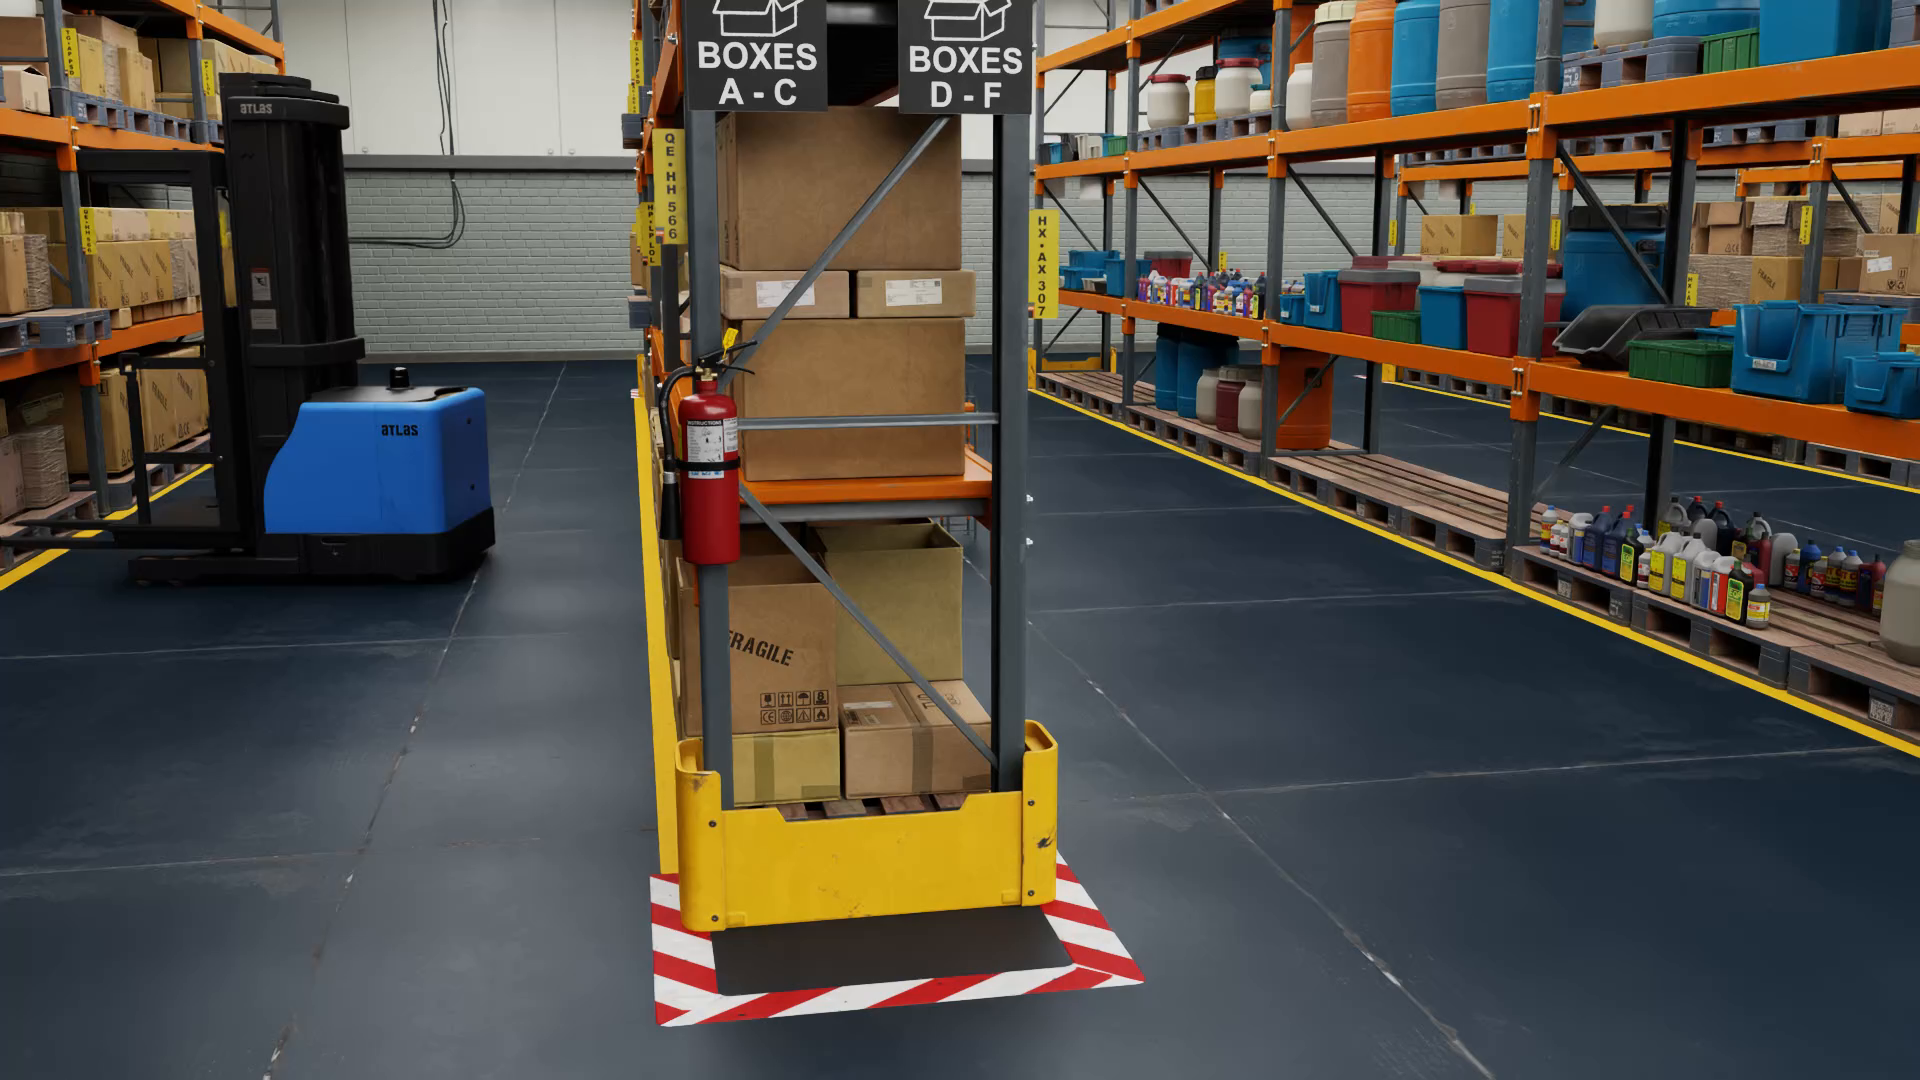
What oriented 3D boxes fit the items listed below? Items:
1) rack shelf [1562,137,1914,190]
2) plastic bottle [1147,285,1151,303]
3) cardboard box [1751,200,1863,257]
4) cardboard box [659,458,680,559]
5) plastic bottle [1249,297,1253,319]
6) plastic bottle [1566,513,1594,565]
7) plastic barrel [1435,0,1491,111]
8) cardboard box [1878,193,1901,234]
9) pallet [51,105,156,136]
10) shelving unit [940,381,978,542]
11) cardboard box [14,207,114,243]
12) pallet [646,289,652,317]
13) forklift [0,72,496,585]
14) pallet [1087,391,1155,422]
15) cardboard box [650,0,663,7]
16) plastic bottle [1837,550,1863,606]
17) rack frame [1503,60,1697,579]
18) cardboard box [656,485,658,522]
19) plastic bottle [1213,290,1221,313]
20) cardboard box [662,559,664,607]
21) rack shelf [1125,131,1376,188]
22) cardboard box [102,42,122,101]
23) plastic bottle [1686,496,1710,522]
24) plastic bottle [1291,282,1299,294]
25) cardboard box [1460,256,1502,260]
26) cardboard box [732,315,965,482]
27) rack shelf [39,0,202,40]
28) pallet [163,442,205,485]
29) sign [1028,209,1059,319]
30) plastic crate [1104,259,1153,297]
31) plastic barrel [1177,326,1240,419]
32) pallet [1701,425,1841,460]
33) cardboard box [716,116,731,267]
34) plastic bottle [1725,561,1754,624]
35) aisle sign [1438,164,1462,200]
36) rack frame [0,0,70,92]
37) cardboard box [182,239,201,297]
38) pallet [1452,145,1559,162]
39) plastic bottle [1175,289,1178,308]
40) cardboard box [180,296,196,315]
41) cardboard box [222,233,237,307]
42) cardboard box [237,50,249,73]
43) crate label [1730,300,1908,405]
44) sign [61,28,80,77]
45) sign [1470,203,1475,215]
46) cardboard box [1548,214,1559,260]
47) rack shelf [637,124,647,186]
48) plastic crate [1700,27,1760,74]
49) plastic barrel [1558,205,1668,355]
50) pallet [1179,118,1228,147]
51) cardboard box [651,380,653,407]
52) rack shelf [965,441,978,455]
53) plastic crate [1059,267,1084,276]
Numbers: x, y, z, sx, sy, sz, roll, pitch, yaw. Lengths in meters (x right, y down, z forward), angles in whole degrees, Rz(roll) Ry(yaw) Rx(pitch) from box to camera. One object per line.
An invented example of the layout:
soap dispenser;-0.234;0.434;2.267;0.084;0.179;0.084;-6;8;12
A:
rack shelf;7.477;-3.664;16.324;1.077;0.370;4.000;-2;11;-11
plastic bottle;1.949;-2.505;16.865;0.097;0.201;0.097;0;11;0
cardboard box;7.739;-2.853;15.214;0.797;0.503;0.637;-2;11;-9
cardboard box;-1.186;-0.119;8.027;0.500;0.500;0.500;-2;11;-11
plastic bottle;2.506;-1.979;14.105;0.097;0.201;0.097;0;11;0
plastic bottle;3.507;-0.008;9.325;0.152;0.276;0.135;-2;11;-9
plastic barrel;3.346;-3.188;10.560;0.600;0.901;0.600;0;11;0
cardboard box;11.510;-3.929;20.082;0.500;0.500;0.500;-2;11;-13
pallet;-7.108;-3.338;13.195;1.003;0.211;1.213;-2;11;-8
shelving unit;-0.010;-0.526;11.150;0.215;1.050;0.252;-2;11;-11
cardboard box;-6.551;-2.308;12.176;0.500;0.250;0.500;-2;11;-10
pallet;-2.235;-2.079;14.611;1.003;0.211;1.213;-2;11;-11
forklift;-4.512;-1.273;10.044;3.031;2.935;1.130;0;11;1
pallet;2.048;-1.494;18.480;1.003;0.211;1.213;-2;11;-11
cardboard box;-1.130;-2.587;7.486;0.500;0.311;0.500;-3;11;-14
plastic bottle;4.450;0.188;8.305;0.097;0.271;0.097;0;11;0
rack frame;3.785;-1.263;9.809;1.000;3.000;0.127;-2;11;-11
cardboard box;-1.733;-0.284;10.899;0.500;0.250;0.500;-2;11;-10
plastic bottle;2.328;-2.147;14.984;0.097;0.201;0.097;0;11;0
cardboard box;-1.189;0.249;8.096;0.500;0.250;0.500;-2;11;-11
rack shelf;2.618;-3.483;15.377;1.077;0.370;4.000;-2;11;-11
cardboard box;-7.219;-3.749;13.406;0.700;0.500;0.500;-2;11;-11
plastic bottle;4.193;-0.070;9.450;0.144;0.351;0.185;-2;11;-13
plastic bottle;3.065;-2.216;15.162;0.097;0.271;0.097;0;11;0
cardboard box;6.447;-3.336;20.304;0.500;0.250;0.500;-2;11;-12
cardboard box;-0.374;-0.485;5.455;0.700;0.500;0.500;-2;11;-11
rack shelf;-7.100;-4.400;13.241;1.077;0.370;4.000;-2;11;-11
pallet;-7.024;-0.637;13.978;1.003;0.211;1.213;-2;11;-11
sign;0.249;-0.833;5.024;0.100;0.325;0.005;-2;11;-11
plastic crate;1.804;-2.825;17.898;0.392;0.384;0.575;-2;11;-11
plastic barrel;2.456;-1.675;16.465;0.600;0.901;0.708;-2;11;-11
pallet;7.786;-0.954;15.644;1.003;0.211;1.213;-2;11;-11
cardboard box;-0.492;-1.228;5.890;0.700;0.500;0.500;-2;11;-12
plastic bottle;3.735;0.247;7.962;0.061;0.283;0.133;-2;11;-10
aisle sign;6.590;-4.945;22.202;0.394;0.787;0.004;-2;11;-11
rack frame;-6.711;-4.583;11.209;1.000;3.000;0.127;-2;11;-11
cardboard box;-7.043;-2.406;14.699;0.500;0.500;0.500;-2;11;-11
pallet;6.705;-4.714;20.155;1.003;0.211;1.213;-2;11;-11
plastic bottle;2.121;-2.342;16.008;0.097;0.201;0.097;0;11;0
cardboard box;-6.958;-2.064;14.634;0.380;0.149;0.250;-2;11;-11
cardboard box;-7.578;-2.617;16.123;0.980;0.700;0.700;-2;11;-10
cardboard box;-7.560;-4.719;16.949;0.500;0.500;0.500;-2;11;-11
crate label;3.940;-0.874;7.673;0.502;0.435;0.616;-2;11;-11
sign;-6.178;-3.383;11.543;0.100;0.325;0.005;-2;11;-11
sign;6.845;-4.346;22.278;0.100;0.325;0.005;-2;11;-11
cardboard box;6.736;-3.426;18.772;0.500;0.500;0.500;-2;11;-9
rack shelf;-2.241;-3.304;14.434;1.077;0.370;4.000;-2;11;-11
plastic crate;3.825;-2.333;7.976;0.336;0.188;0.450;-2;11;-11
plastic barrel;4.007;-1.591;10.192;0.600;0.901;0.708;-2;11;-11
pallet;2.701;-3.763;15.426;1.003;0.211;1.213;-2;11;-11
cardboard box;-2.473;-1.159;14.773;0.500;0.500;0.500;-3;11;-13
rack shelf;-0.010;-0.515;11.152;0.215;0.259;0.240;-2;11;-11
plastic crate;1.305;-3.233;20.447;0.416;0.233;0.300;-2;11;-11
